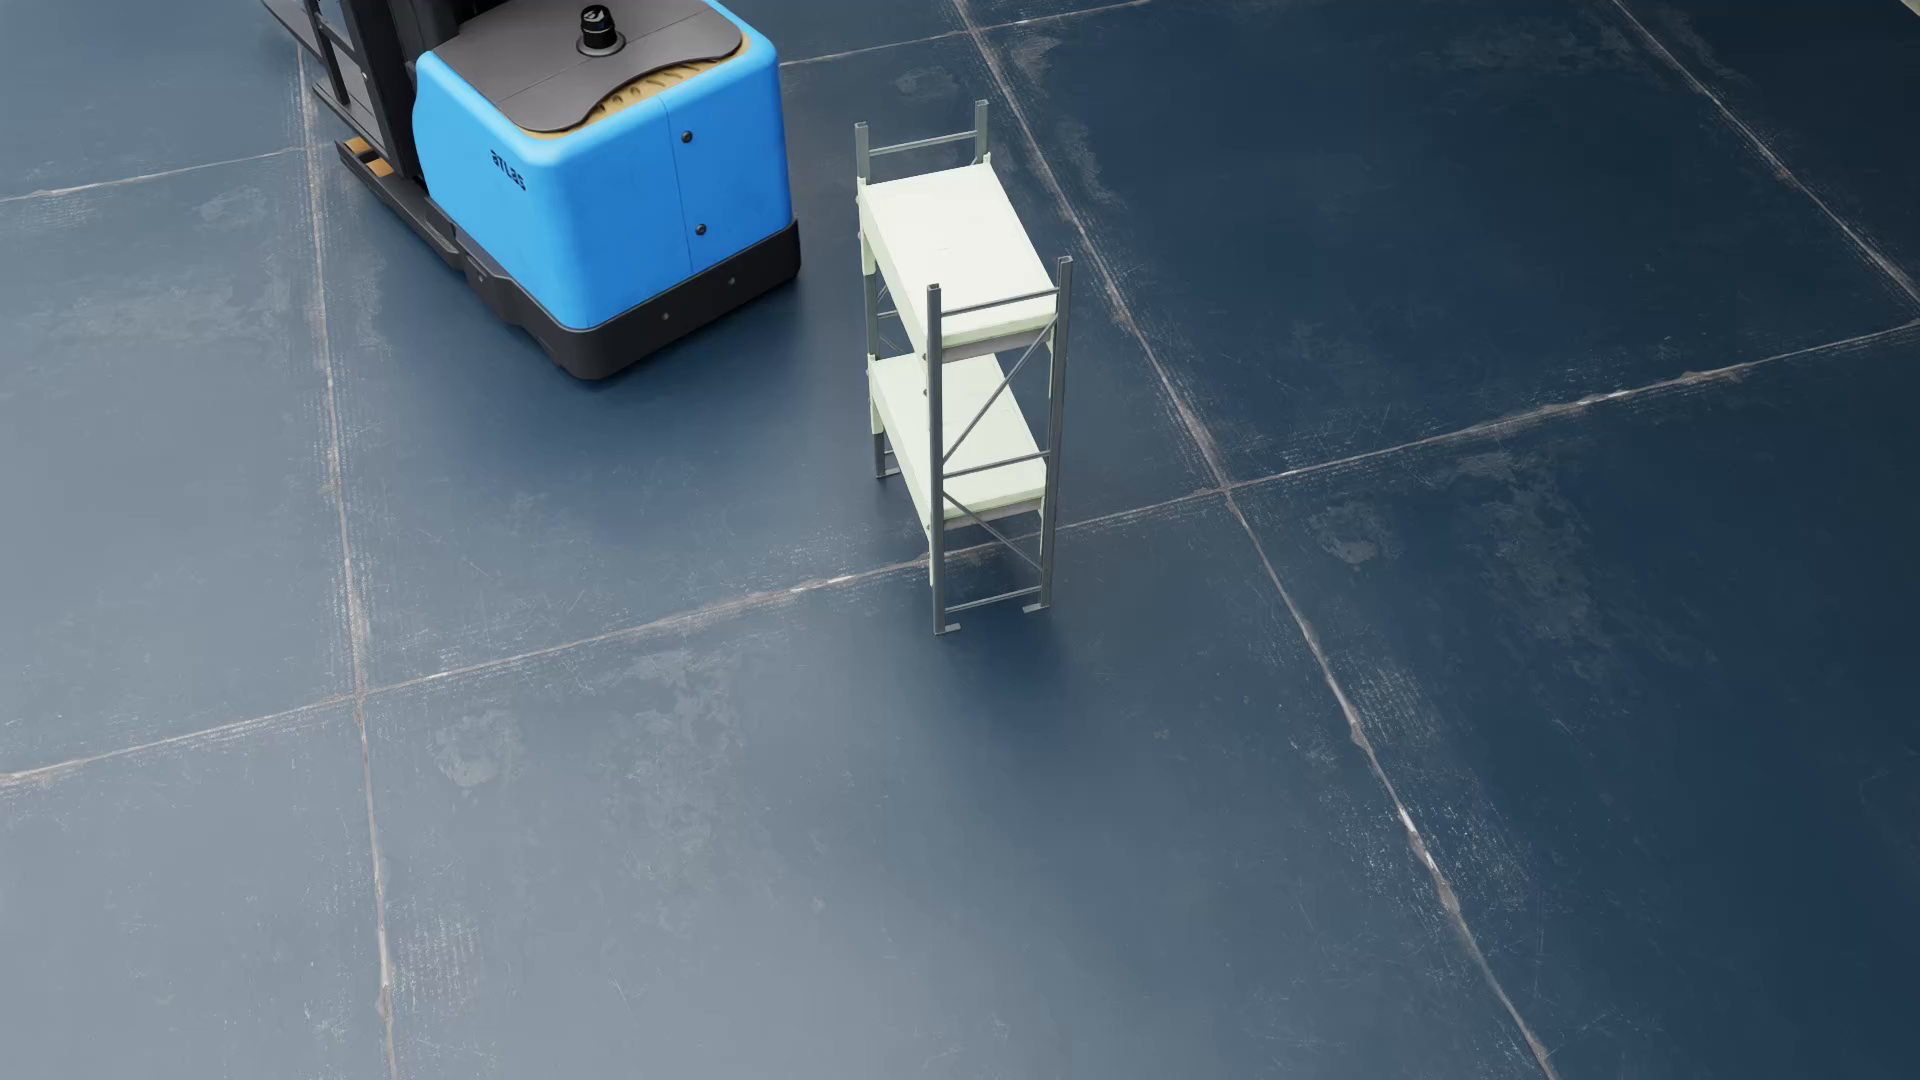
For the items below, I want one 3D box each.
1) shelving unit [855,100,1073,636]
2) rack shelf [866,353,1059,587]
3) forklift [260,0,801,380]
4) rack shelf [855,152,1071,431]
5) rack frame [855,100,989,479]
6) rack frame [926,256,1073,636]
[{"bbox_3d":[-0.002,-0.488,5.181,0.431,1.500,0.755,-13,51,-11],"label":"shelving unit"},{"bbox_3d":[-0.002,-0.278,5.430,0.431,0.370,0.720,-13,51,-11],"label":"rack shelf"},{"bbox_3d":[-1.968,-2.596,6.022,1.130,2.935,3.031,-33,57,-25],"label":"forklift"},{"bbox_3d":[-0.002,-0.740,4.882,0.431,0.370,0.720,-13,51,-11],"label":"rack shelf"},{"bbox_3d":[-0.110,-0.756,5.406,0.400,1.500,0.023,-13,51,-11],"label":"rack frame"},{"bbox_3d":[0.106,-0.221,4.955,0.400,1.500,0.023,-13,51,-11],"label":"rack frame"}]
